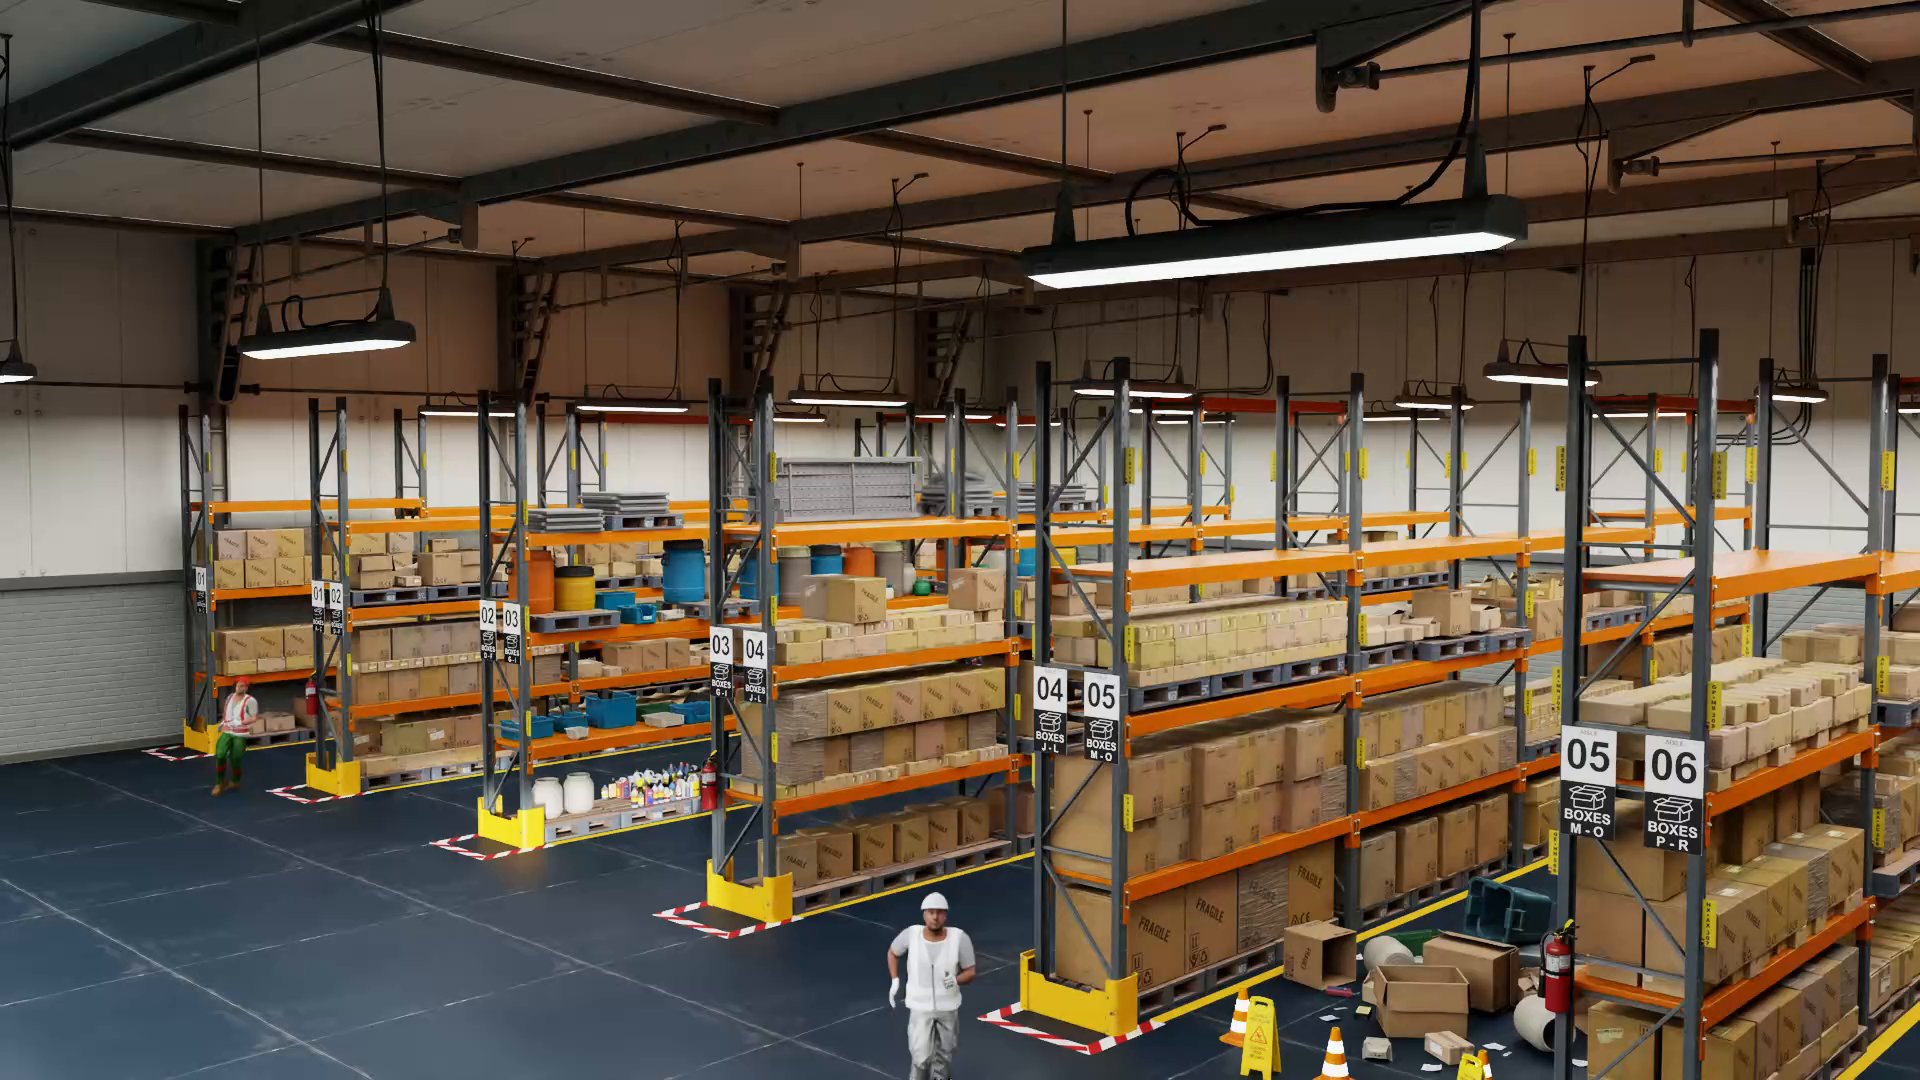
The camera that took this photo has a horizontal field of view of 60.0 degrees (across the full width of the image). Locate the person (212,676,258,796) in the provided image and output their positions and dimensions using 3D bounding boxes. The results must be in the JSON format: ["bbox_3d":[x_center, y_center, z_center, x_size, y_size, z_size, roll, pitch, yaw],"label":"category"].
[{"bbox_3d":[-10.963,2.948,25.184,0.688,1.748,0.697,0,3,0],"label":"person"}]

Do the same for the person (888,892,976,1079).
[{"bbox_3d":[-0.206,3.606,12.698,0.655,1.830,0.750,0,3,-8],"label":"person"}]

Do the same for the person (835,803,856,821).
[{"bbox_3d":[-1.609,3.140,22.428,0.578,1.671,0.739,2,4,36],"label":"person"}]
